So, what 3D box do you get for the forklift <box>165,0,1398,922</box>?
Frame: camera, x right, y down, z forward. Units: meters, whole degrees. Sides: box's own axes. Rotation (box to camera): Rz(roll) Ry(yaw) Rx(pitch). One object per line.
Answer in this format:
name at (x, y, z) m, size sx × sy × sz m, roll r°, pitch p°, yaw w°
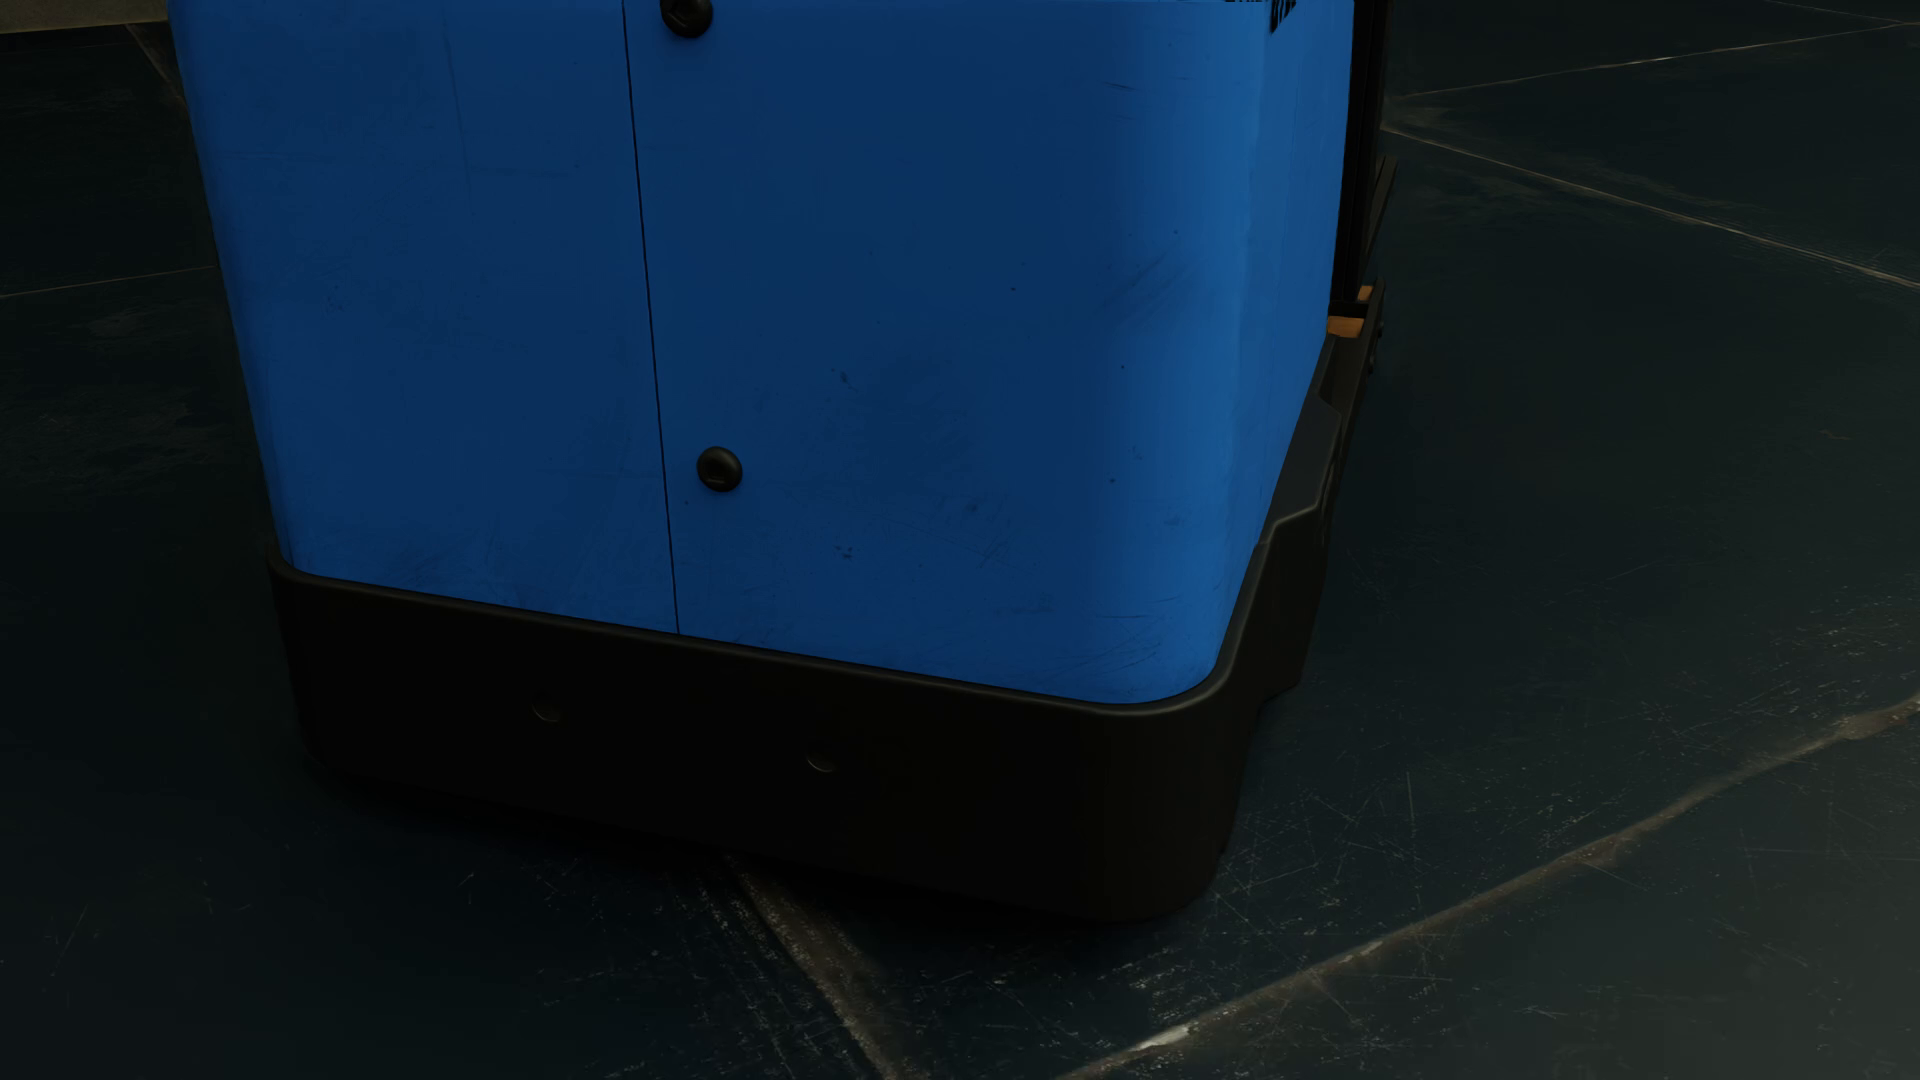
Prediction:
forklift at (0.170, -1.584, 2.383) m, size 1.130 × 2.935 × 3.031 m, roll 8°, pitch 28°, yaw 15°
